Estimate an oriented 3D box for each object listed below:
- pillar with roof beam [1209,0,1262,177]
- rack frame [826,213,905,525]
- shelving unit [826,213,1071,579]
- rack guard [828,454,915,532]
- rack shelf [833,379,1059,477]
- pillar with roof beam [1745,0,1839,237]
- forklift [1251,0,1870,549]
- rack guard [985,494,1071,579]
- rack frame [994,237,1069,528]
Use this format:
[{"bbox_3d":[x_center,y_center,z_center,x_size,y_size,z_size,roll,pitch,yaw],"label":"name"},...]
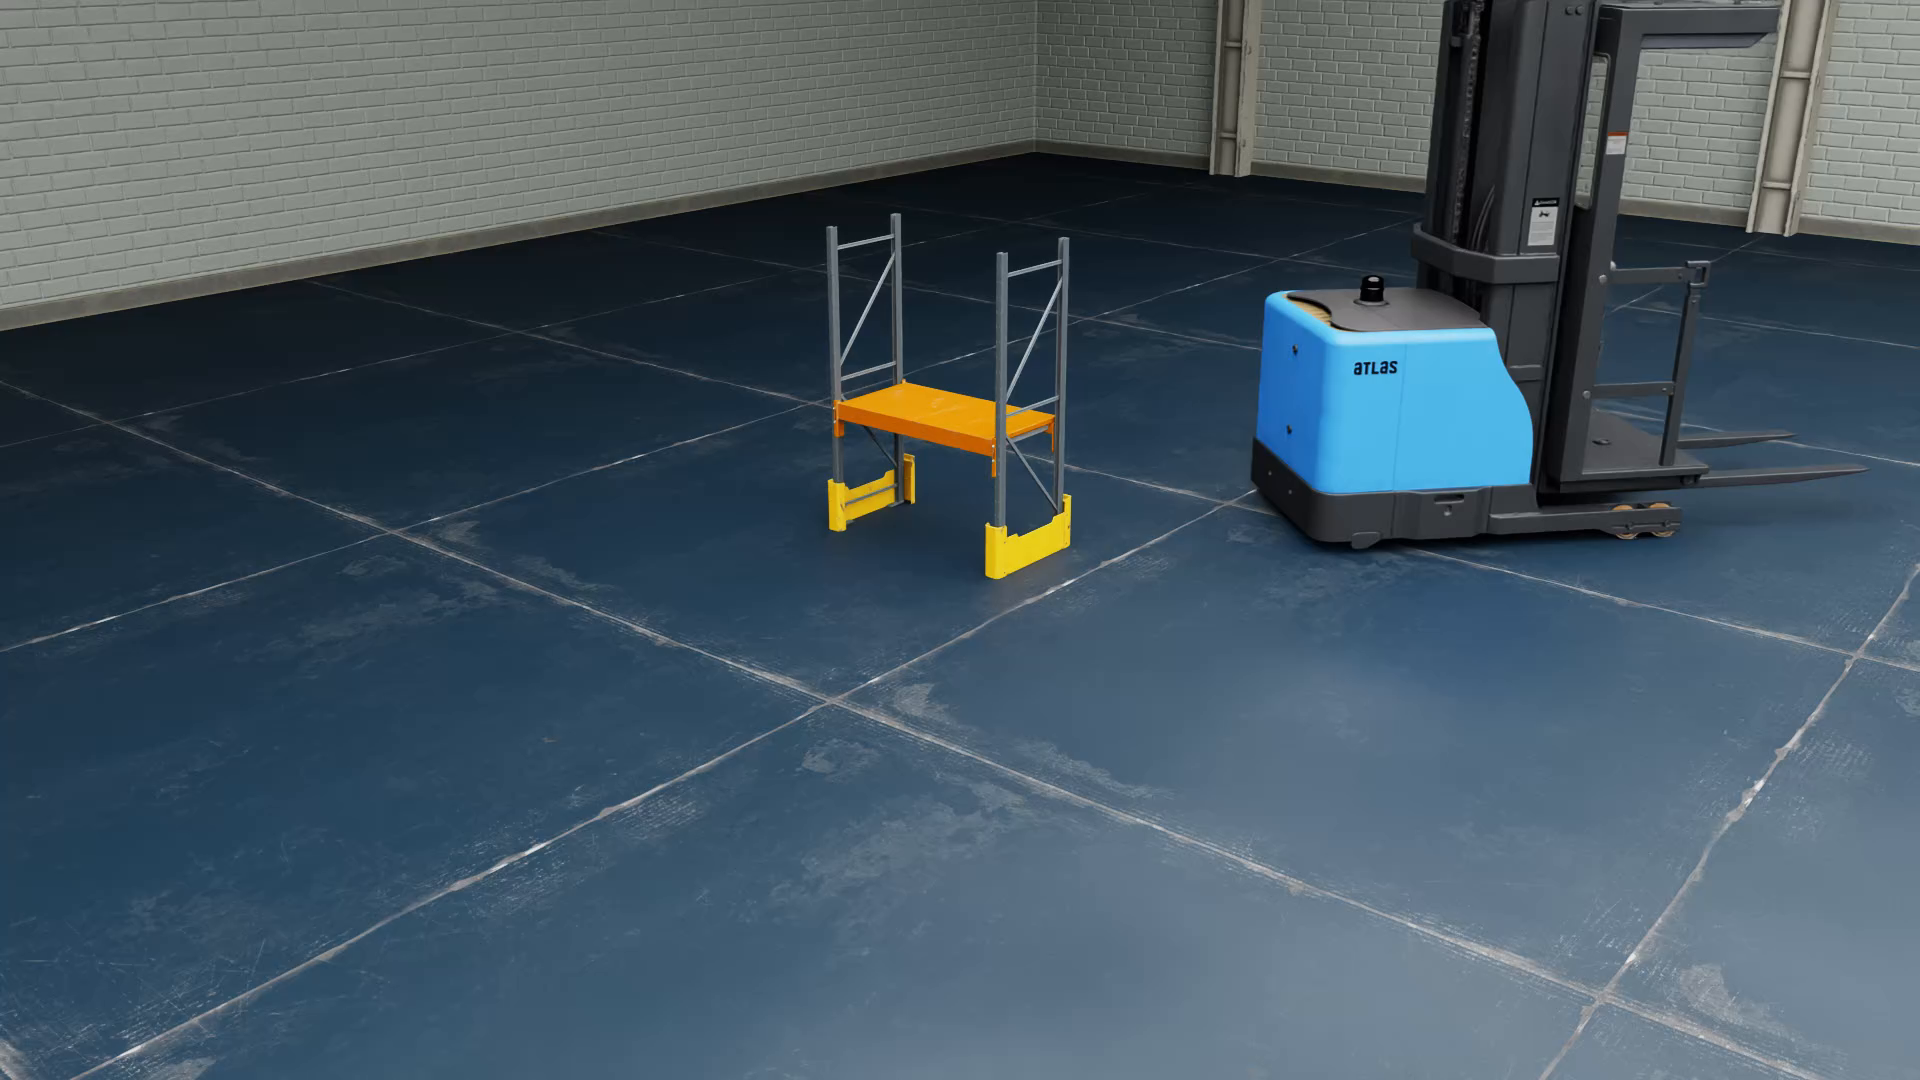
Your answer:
[{"bbox_3d":[0.463,-7.345,14.892,0.400,9.000,9.100,16,26,36],"label":"pillar with roof beam"},{"bbox_3d":[-0.460,-0.834,8.255,0.032,1.500,0.500,16,26,36],"label":"rack frame"},{"bbox_3d":[-0.059,-0.719,7.949,1.083,1.500,0.587,16,26,36],"label":"shelving unit"},{"bbox_3d":[-0.445,-0.245,8.464,0.087,0.250,0.587,16,26,36],"label":"rack guard"},{"bbox_3d":[-0.066,-0.552,8.017,1.000,0.185,0.538,16,26,36],"label":"rack shelf"},{"bbox_3d":[5.111,-6.006,11.343,0.400,9.000,9.100,16,26,36],"label":"pillar with roof beam"},{"bbox_3d":[3.104,-1.555,8.137,3.031,2.935,1.130,-3,21,-9],"label":"forklift"},{"bbox_3d":[0.327,-0.023,7.875,0.087,0.250,0.587,16,26,36],"label":"rack guard"},{"bbox_3d":[0.328,-0.607,7.653,0.032,1.500,0.500,16,26,36],"label":"rack frame"}]
